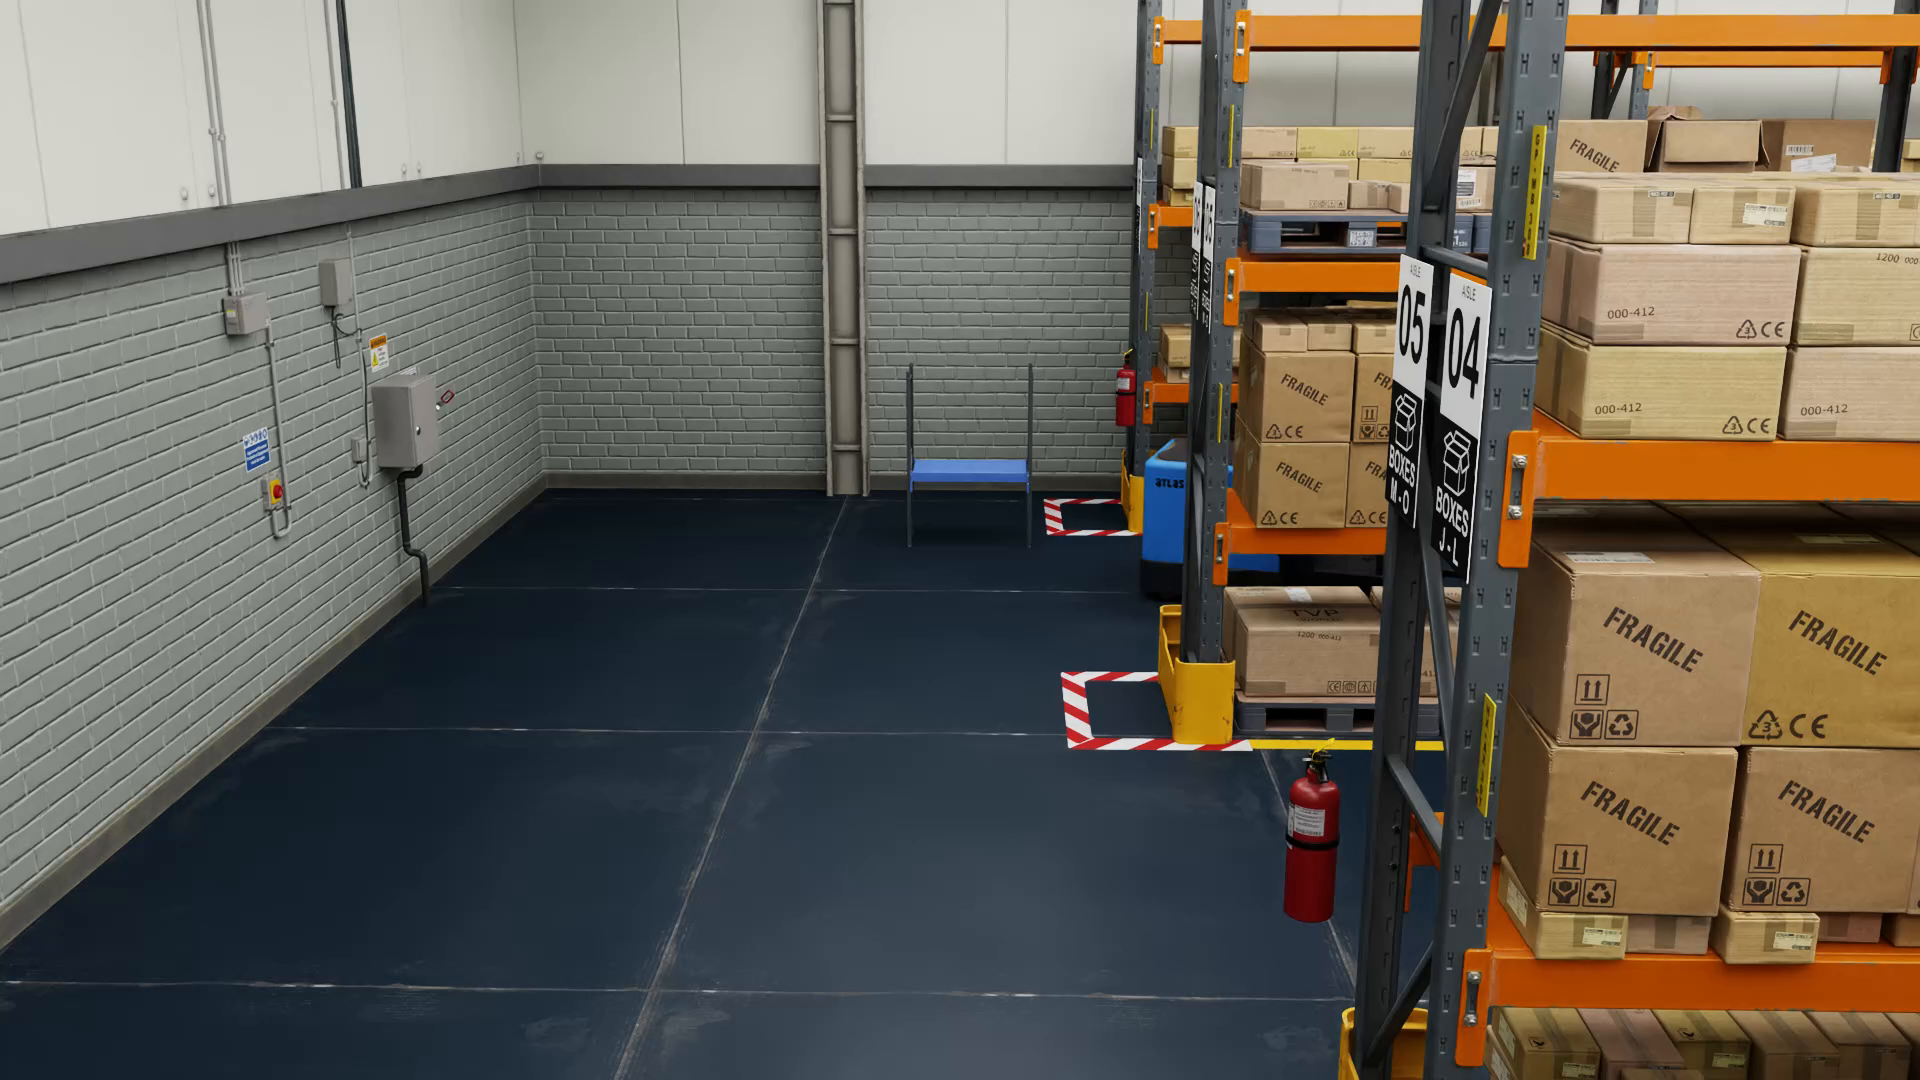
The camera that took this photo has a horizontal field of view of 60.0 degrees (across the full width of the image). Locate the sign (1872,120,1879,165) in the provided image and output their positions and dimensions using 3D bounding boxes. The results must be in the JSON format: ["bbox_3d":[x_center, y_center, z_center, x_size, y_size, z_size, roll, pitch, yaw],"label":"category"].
[{"bbox_3d":[5.476,-2.361,9.897,0.005,0.325,0.100,0,15,1],"label":"sign"}]

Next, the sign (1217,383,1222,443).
[{"bbox_3d":[1.453,-0.711,9.303,0.005,0.325,0.100,0,15,1],"label":"sign"}]

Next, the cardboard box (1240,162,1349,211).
[{"bbox_3d":[1.925,-2.045,9.606,0.500,0.250,0.500,-1,15,-4],"label":"cardboard box"}]

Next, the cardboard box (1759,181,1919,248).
[{"bbox_3d":[2.289,-0.858,4.366,0.250,0.149,0.380,0,15,1],"label":"cardboard box"}]

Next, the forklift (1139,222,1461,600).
[{"bbox_3d":[2.939,-0.962,12.241,3.031,2.935,1.130,5,16,19],"label":"forklift"}]

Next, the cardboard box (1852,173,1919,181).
[{"bbox_3d":[2.807,-0.999,4.898,0.250,0.149,0.380,0,15,0],"label":"cardboard box"}]

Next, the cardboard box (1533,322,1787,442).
[{"bbox_3d":[1.890,-0.442,4.551,0.500,0.250,0.500,1,15,3],"label":"cardboard box"}]

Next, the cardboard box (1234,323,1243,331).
[{"bbox_3d":[2.578,-1.794,14.970,0.500,0.250,0.500,0,15,2],"label":"cardboard box"}]

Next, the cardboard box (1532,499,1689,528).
[{"bbox_3d":[1.911,0.131,5.224,0.500,0.500,0.500,0,15,0],"label":"cardboard box"}]

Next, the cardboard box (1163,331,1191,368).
[{"bbox_3d":[2.043,-1.661,14.467,0.500,0.250,0.500,0,15,2],"label":"cardboard box"}]

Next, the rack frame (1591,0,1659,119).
[{"bbox_3d":[5.595,-4.536,13.894,0.127,3.000,1.000,0,15,1],"label":"rack frame"}]

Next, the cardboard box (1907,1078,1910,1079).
[{"bbox_3d":[3.276,1.839,5.672,0.250,0.149,0.380,1,15,4],"label":"cardboard box"}]

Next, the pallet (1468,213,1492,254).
[{"bbox_3d":[3.437,-1.794,9.553,1.213,0.211,1.003,0,15,1],"label":"pallet"}]

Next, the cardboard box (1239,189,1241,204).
[{"bbox_3d":[2.427,-2.928,14.171,0.250,0.149,0.380,0,15,2],"label":"cardboard box"}]

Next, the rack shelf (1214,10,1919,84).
[{"bbox_3d":[3.472,-2.742,9.288,4.000,0.370,1.077,0,15,1],"label":"rack shelf"}]

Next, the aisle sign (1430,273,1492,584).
[{"bbox_3d":[1.367,-0.314,4.553,0.004,0.787,0.394,0,15,1],"label":"aisle sign"}]

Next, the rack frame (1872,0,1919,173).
[{"bbox_3d":[5.472,-3.270,9.096,0.127,3.000,1.000,0,15,1],"label":"rack frame"}]

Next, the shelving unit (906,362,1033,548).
[{"bbox_3d":[0.085,-0.725,14.147,1.048,1.500,0.538,0,15,1],"label":"shelving unit"}]

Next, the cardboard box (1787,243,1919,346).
[{"bbox_3d":[2.401,-0.680,4.471,0.500,0.250,0.500,0,15,1],"label":"cardboard box"}]

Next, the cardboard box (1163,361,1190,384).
[{"bbox_3d":[1.917,-1.468,14.517,0.250,0.149,0.380,0,15,1],"label":"cardboard box"}]

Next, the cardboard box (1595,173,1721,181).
[{"bbox_3d":[2.032,-0.997,4.890,0.250,0.149,0.380,1,15,2],"label":"cardboard box"}]

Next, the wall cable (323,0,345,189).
[{"bbox_3d":[-4.199,-3.453,9.790,0.029,3.000,2.355,0,15,1],"label":"wall cable"}]

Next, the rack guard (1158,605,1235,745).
[{"bbox_3d":[1.449,0.813,10.279,0.348,0.500,1.175,0,15,1],"label":"rack guard"}]

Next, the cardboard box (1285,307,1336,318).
[{"bbox_3d":[2.091,-1.294,9.939,0.250,0.149,0.380,1,15,2],"label":"cardboard box"}]

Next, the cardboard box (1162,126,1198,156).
[{"bbox_3d":[2.047,-3.493,14.552,0.500,0.250,0.500,0,15,0],"label":"cardboard box"}]

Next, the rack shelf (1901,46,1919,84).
[{"bbox_3d":[7.471,-2.716,9.189,4.000,0.370,1.077,0,15,1],"label":"rack shelf"}]

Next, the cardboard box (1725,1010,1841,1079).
[{"bbox_3d":[2.752,1.697,5.626,0.250,0.149,0.380,0,15,-1],"label":"cardboard box"}]

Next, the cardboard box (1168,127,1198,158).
[{"bbox_3d":[2.033,-3.358,14.039,0.500,0.250,0.500,0,15,1],"label":"cardboard box"}]

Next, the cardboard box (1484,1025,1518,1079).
[{"bbox_3d":[1.982,1.830,5.708,0.250,0.149,0.380,0,15,0],"label":"cardboard box"}]

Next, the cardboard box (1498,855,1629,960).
[{"bbox_3d":[1.763,1.074,4.880,0.250,0.149,0.380,0,15,1],"label":"cardboard box"}]

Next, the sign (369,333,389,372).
[{"bbox_3d":[-4.174,-1.348,11.950,0.001,0.242,0.339,0,15,1],"label":"sign"}]

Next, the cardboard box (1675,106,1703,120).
[{"bbox_3d":[6.167,-3.582,14.236,0.258,0.266,0.396,0,15,1],"label":"cardboard box"}]

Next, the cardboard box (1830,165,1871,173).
[{"bbox_3d":[4.825,-1.929,9.136,0.258,0.266,0.396,1,15,3],"label":"cardboard box"}]

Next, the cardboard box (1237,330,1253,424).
[{"bbox_3d":[1.961,-0.985,10.038,0.500,0.500,0.500,1,15,3],"label":"cardboard box"}]

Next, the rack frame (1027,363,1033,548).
[{"bbox_3d":[0.593,-0.721,14.134,0.032,1.500,0.500,0,15,1],"label":"rack frame"}]

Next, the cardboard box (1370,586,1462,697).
[{"bbox_3d":[3.050,0.623,10.299,0.875,0.438,0.875,1,15,3],"label":"cardboard box"}]

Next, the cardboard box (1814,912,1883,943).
[{"bbox_3d":[2.549,1.048,4.981,0.250,0.149,0.380,1,15,4],"label":"cardboard box"}]

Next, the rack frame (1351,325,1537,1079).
[{"bbox_3d":[1.447,0.867,5.173,0.127,3.000,1.000,0,15,1],"label":"rack frame"}]

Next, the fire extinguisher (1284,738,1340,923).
[{"bbox_3d":[1.207,0.966,5.683,0.183,0.674,0.296,0,15,1],"label":"fire extinguisher"}]

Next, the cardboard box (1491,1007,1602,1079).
[{"bbox_3d":[1.983,1.694,5.639,0.250,0.149,0.380,1,15,2],"label":"cardboard box"}]

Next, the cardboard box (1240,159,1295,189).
[{"bbox_3d":[2.541,-3.113,14.089,0.500,0.250,0.500,1,15,2],"label":"cardboard box"}]

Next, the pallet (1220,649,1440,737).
[{"bbox_3d":[2.274,0.938,10.372,1.213,0.211,1.003,0,15,1],"label":"pallet"}]

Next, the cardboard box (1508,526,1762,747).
[{"bbox_3d":[1.889,0.262,4.727,0.500,0.500,0.500,0,15,1],"label":"cardboard box"}]

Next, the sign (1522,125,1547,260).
[{"bbox_3d":[1.434,-0.867,4.154,0.005,0.325,0.100,0,15,1],"label":"sign"}]

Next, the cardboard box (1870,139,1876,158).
[{"bbox_3d":[7.423,-3.251,13.792,0.250,0.149,0.380,0,15,2],"label":"cardboard box"}]

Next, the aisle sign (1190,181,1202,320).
[{"bbox_3d":[1.409,-1.732,9.930,0.004,0.787,0.394,0,15,1],"label":"aisle sign"}]

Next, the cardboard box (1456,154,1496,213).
[{"bbox_3d":[2.968,-2.032,9.437,0.500,0.311,0.500,1,15,2],"label":"cardboard box"}]

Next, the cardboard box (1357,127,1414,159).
[{"bbox_3d":[3.553,-3.349,14.006,0.500,0.250,0.500,1,15,3],"label":"cardboard box"}]

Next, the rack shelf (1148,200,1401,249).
[{"bbox_3d":[3.595,-2.751,14.418,4.000,0.370,1.077,0,15,1],"label":"rack shelf"}]

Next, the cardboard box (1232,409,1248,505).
[{"bbox_3d":[1.962,-0.508,10.191,0.500,0.500,0.500,0,15,2],"label":"cardboard box"}]

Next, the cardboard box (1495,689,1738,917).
[{"bbox_3d":[1.889,0.748,4.844,0.500,0.500,0.500,1,15,4],"label":"cardboard box"}]

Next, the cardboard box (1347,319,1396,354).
[{"bbox_3d":[2.341,-1.154,9.406,0.250,0.149,0.380,1,15,3],"label":"cardboard box"}]
